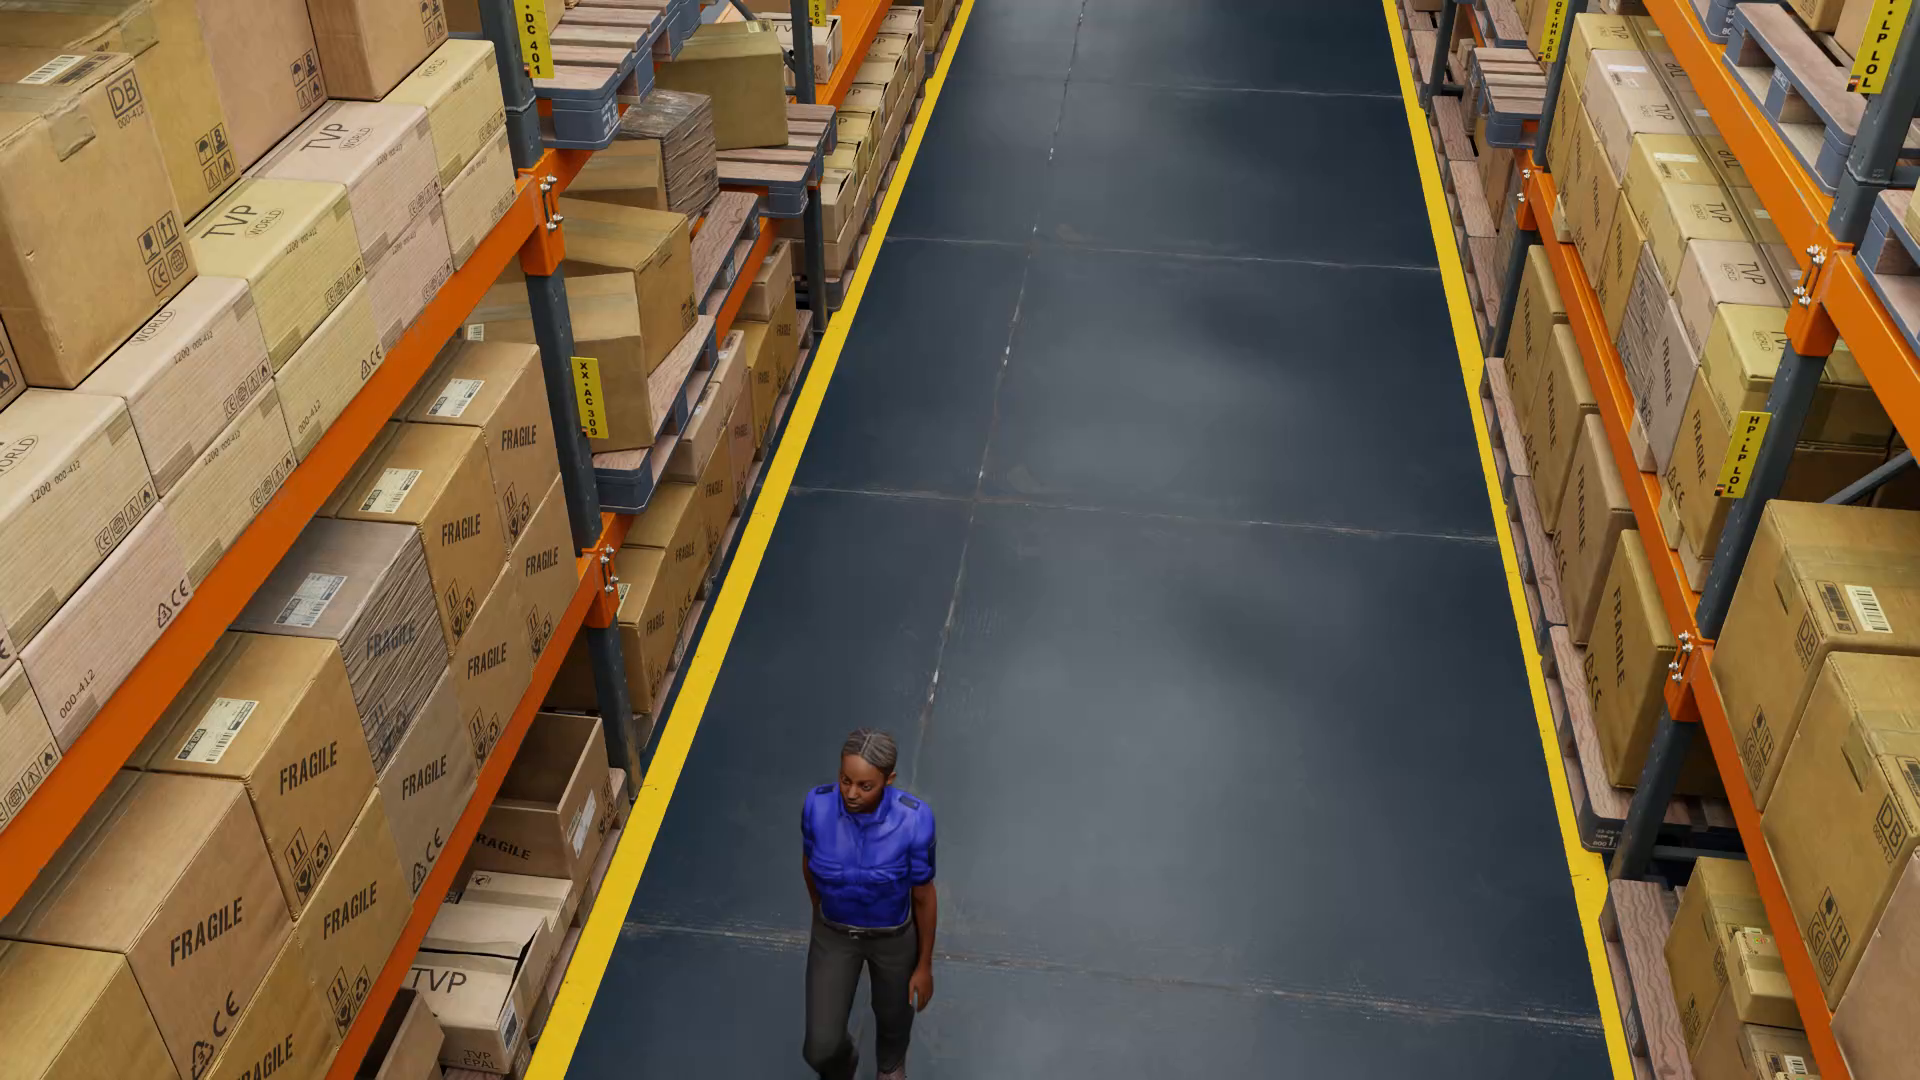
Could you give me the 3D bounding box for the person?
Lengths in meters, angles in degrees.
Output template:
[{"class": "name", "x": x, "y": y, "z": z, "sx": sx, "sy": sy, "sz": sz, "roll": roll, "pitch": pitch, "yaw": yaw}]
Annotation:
[{"class": "person", "x": -0.294, "y": 1.257, "z": 5.234, "sx": 0.447, "sy": 1.574, "sz": 0.454, "roll": 4, "pitch": 37, "yaw": 5}]
